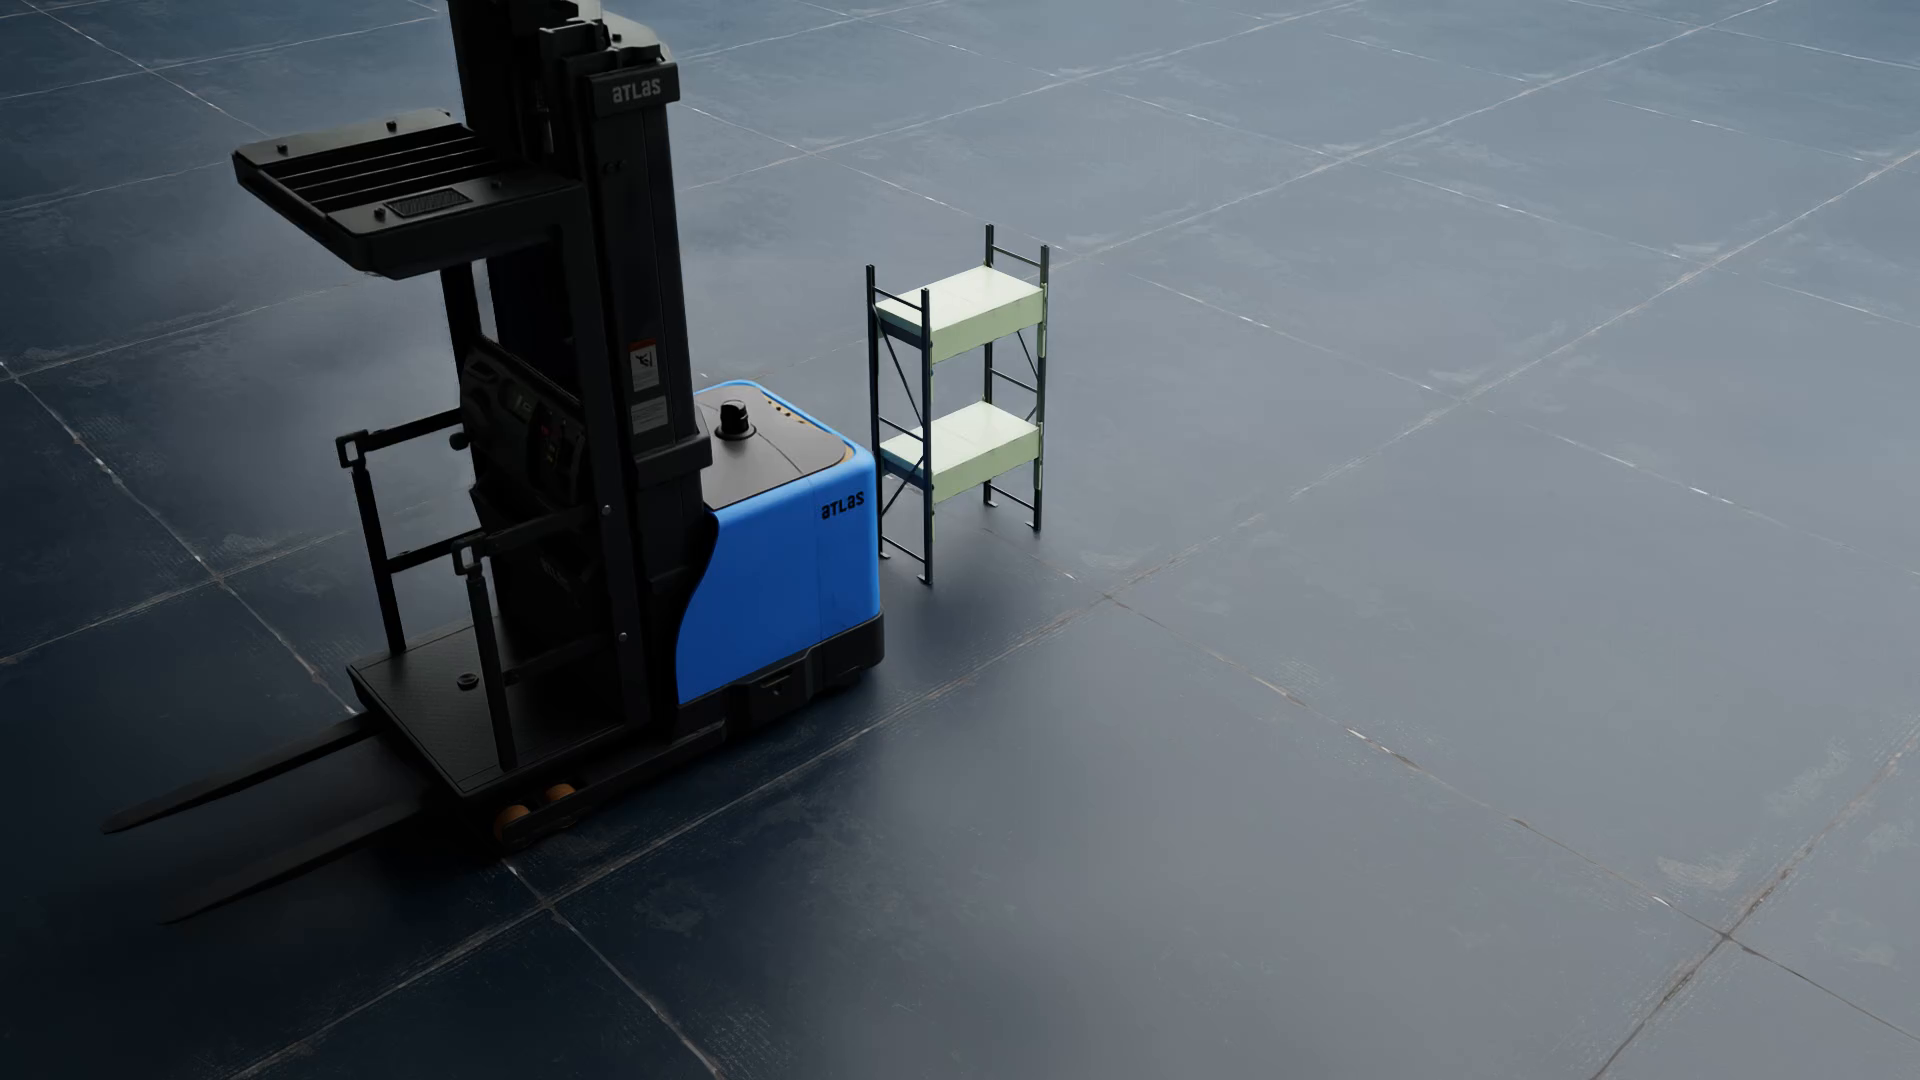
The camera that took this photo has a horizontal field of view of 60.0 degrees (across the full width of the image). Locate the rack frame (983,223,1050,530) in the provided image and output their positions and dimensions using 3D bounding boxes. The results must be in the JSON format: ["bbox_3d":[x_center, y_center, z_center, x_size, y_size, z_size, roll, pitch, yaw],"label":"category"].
[{"bbox_3d":[0.264,-0.767,8.067,0.023,1.500,0.400,-26,40,-35],"label":"rack frame"}]

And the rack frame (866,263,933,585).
[{"bbox_3d":[-0.273,-0.508,7.643,0.023,1.500,0.400,-26,40,-35],"label":"rack frame"}]

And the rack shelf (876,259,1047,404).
[{"bbox_3d":[-0.005,-0.970,7.651,0.720,0.370,0.431,-26,40,-35],"label":"rack shelf"}]

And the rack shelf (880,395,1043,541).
[{"bbox_3d":[-0.005,-0.359,8.025,0.720,0.370,0.431,-26,40,-35],"label":"rack shelf"}]

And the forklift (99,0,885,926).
[{"bbox_3d":[-1.786,-0.384,6.068,3.031,2.935,1.130,-23,39,-33],"label":"forklift"}]

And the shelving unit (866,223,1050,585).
[{"bbox_3d":[-0.005,-0.637,7.855,0.755,1.500,0.431,-26,40,-35],"label":"shelving unit"}]
